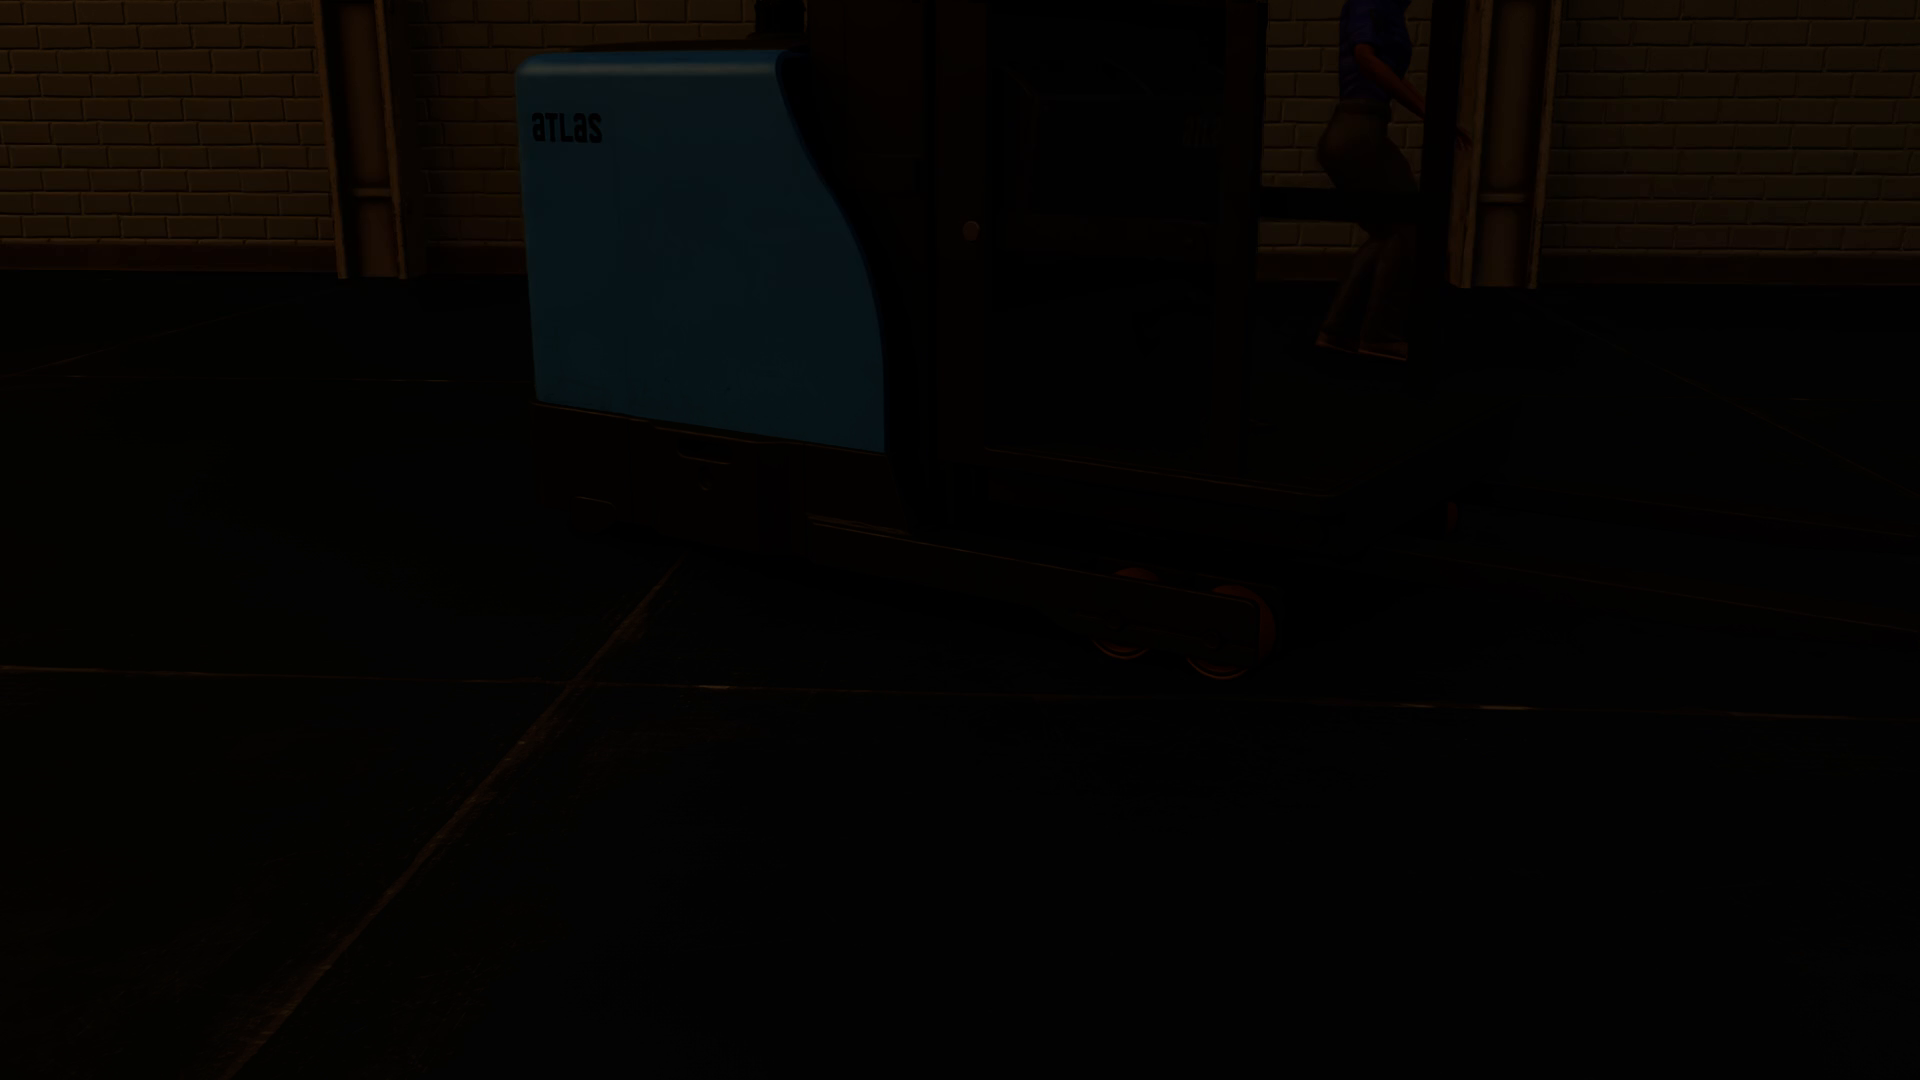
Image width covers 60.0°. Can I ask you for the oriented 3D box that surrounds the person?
[{"bbox_3d":[1.623,-1.441,6.164,0.587,1.614,0.692,3,15,10],"label":"person"}]

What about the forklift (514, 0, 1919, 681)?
[{"bbox_3d":[0.515,-1.327,3.107,3.031,2.935,1.130,10,18,33],"label":"forklift"}]
